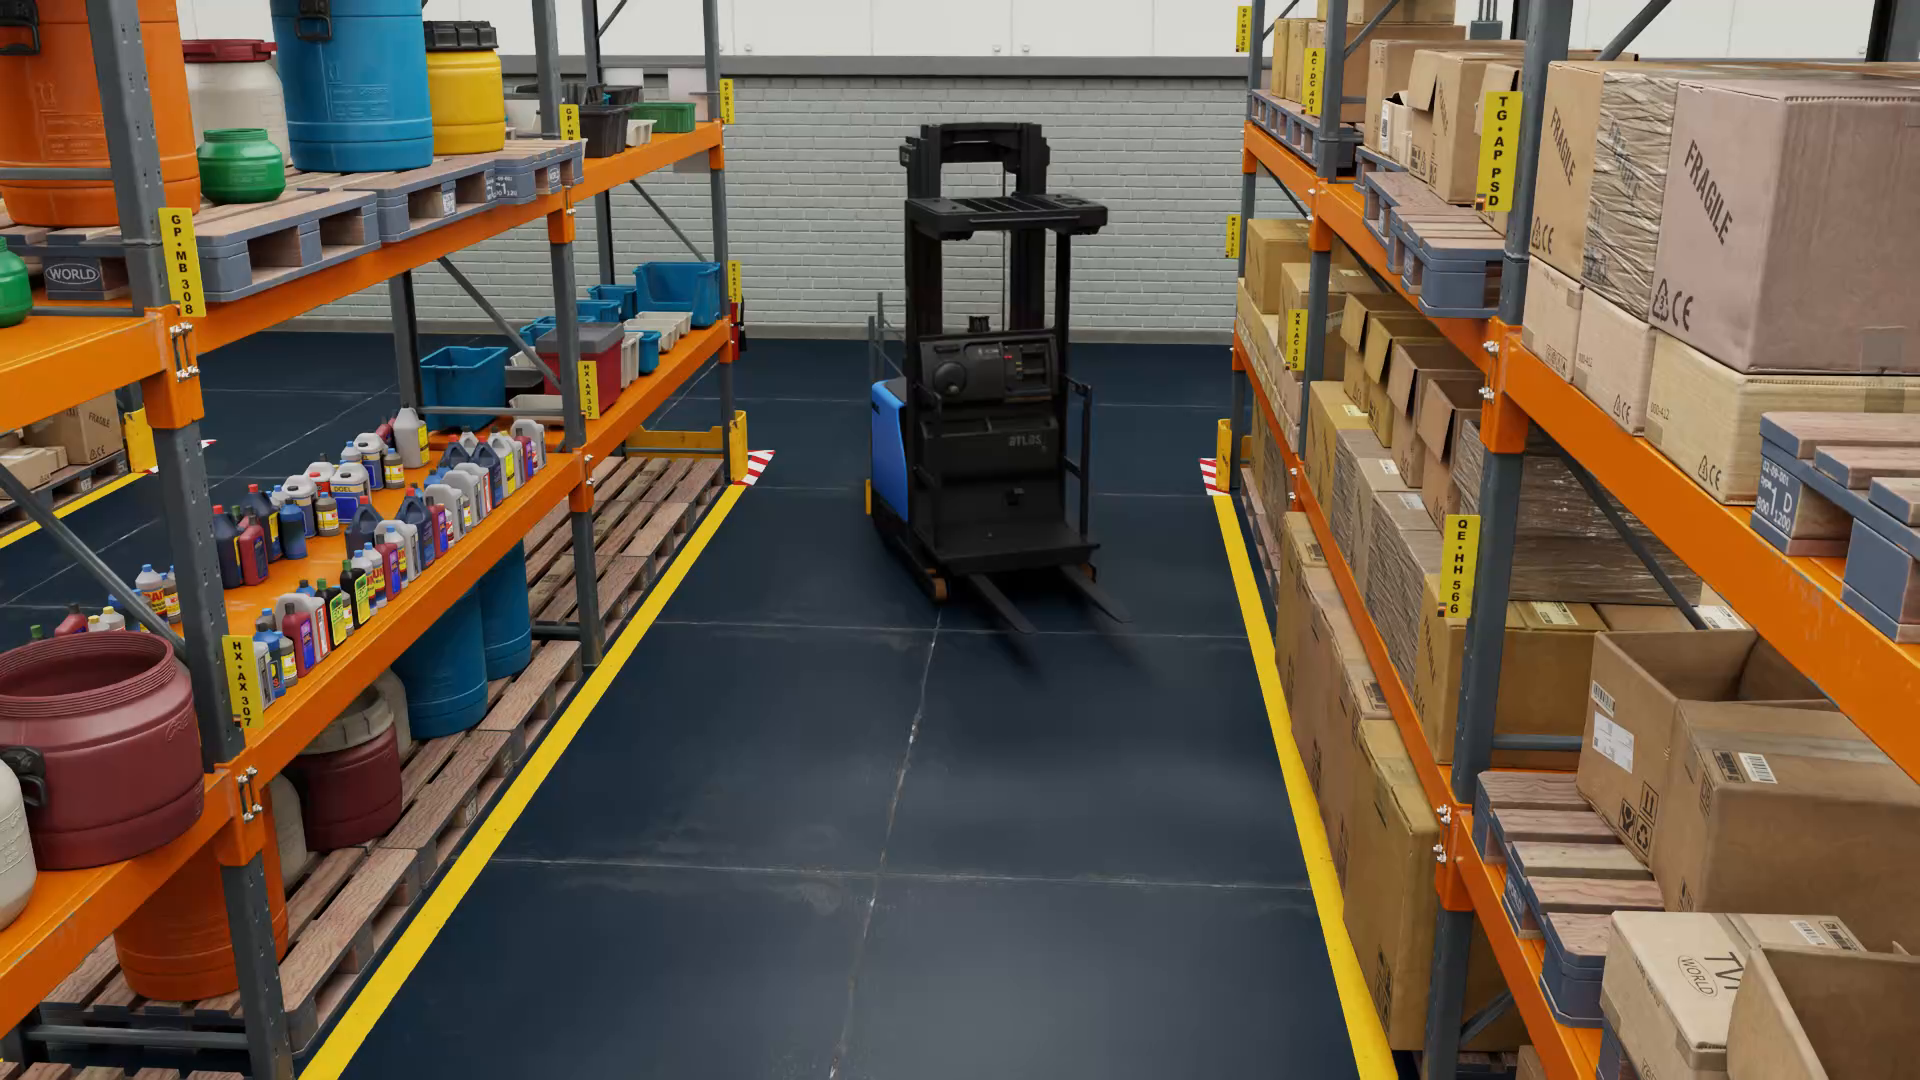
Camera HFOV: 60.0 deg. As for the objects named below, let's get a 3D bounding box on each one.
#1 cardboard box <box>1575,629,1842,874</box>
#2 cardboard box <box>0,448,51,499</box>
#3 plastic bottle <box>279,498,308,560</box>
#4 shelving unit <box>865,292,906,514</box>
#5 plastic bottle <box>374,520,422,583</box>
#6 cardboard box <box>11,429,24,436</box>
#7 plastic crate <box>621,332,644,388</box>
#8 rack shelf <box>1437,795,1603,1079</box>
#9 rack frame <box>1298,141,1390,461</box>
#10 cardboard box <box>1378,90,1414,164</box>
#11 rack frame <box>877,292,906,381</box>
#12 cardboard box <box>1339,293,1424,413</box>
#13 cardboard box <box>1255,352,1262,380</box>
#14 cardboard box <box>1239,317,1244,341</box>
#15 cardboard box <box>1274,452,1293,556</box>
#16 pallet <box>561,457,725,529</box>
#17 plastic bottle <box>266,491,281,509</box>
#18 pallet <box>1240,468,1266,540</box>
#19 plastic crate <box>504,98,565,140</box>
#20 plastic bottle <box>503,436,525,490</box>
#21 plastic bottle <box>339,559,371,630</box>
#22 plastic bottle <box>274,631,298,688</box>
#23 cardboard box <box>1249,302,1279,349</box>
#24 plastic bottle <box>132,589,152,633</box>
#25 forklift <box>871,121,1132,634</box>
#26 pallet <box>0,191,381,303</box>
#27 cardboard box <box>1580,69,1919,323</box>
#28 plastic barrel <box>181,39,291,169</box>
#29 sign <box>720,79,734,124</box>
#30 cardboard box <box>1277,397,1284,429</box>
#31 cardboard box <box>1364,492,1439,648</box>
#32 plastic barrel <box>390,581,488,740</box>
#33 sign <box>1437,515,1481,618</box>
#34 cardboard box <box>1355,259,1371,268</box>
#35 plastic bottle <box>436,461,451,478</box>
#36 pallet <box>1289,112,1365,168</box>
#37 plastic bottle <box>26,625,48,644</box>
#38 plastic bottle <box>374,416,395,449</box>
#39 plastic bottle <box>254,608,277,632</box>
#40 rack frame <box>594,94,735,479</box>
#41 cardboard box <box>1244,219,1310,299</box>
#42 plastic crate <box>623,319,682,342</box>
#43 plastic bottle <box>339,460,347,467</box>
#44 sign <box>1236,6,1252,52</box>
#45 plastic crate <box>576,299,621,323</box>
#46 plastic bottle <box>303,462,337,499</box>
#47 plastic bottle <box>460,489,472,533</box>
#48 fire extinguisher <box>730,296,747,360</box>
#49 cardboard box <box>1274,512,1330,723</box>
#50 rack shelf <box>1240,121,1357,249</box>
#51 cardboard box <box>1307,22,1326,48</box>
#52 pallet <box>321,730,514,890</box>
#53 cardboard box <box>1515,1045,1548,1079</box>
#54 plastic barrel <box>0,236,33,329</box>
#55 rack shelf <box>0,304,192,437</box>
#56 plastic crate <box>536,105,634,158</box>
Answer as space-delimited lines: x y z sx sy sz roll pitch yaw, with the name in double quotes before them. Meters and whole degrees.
"cardboard box" 2.054 0.564 4.549 0.500 0.500 0.500 -1 18 -3
"cardboard box" -7.146 -0.498 12.335 0.500 0.250 0.500 1 18 4
"plastic bottle" -3.003 -0.055 7.481 0.097 0.271 0.097 0 18 0
"shelving unit" -0.406 -1.072 12.787 0.587 1.500 1.083 0 18 1
"plastic bottle" -2.435 0.033 7.204 0.152 0.276 0.135 1 18 4
"cardboard box" -7.627 -0.796 13.407 0.380 0.149 0.250 1 18 4
"plastic crate" -2.308 -1.153 10.717 0.437 0.282 0.530 1 18 4
"rack shelf" 1.909 1.606 3.361 1.077 0.370 4.000 1 18 4
"rack frame" 2.339 -0.600 8.936 1.000 3.000 0.127 1 18 4
"cardboard box" 2.171 -1.844 7.383 0.500 0.311 0.500 1 18 2
"rack frame" -0.397 -1.228 13.261 0.500 1.500 0.032 0 18 1
"cardboard box" 2.302 -0.925 8.158 0.797 0.503 0.637 1 18 2
"cardboard box" 2.163 -1.142 10.994 0.380 0.149 0.250 1 18 3
"cardboard box" 2.254 -1.540 12.209 0.380 0.149 0.250 1 18 3
"cardboard box" 2.531 -0.272 10.674 0.875 0.875 0.875 1 18 4
"pallet" -2.412 -0.372 12.720 1.003 0.211 1.213 1 18 4
"plastic bottle" -3.140 -0.089 7.583 0.097 0.271 0.097 0 18 0
"pallet" 2.647 -0.267 12.398 1.003 0.211 1.213 1 18 4
"plastic crate" -2.781 -2.640 10.536 0.437 0.282 0.530 1 18 4
"plastic bottle" -2.333 -0.408 8.551 0.152 0.276 0.135 1 18 4
"plastic bottle" -2.429 0.204 6.669 0.061 0.283 0.133 1 18 4
"plastic bottle" -2.492 0.434 6.101 0.097 0.201 0.097 0 18 0
"cardboard box" 2.252 -1.451 11.298 0.500 0.250 0.500 1 18 2
"plastic bottle" -3.220 0.294 6.529 0.097 0.201 0.097 0 18 0
"forklift" 0.256 -1.125 10.650 1.130 2.935 3.031 -5 19 -16
"pallet" -2.735 -1.039 5.762 1.003 0.211 1.213 1 18 4
"cardboard box" 1.722 -0.770 3.675 0.500 0.500 0.500 1 18 4
"plastic barrel" -2.911 -1.711 6.619 0.433 0.535 0.433 0 18 0
"sign" -1.764 -3.321 12.592 0.100 0.325 0.005 1 18 4
"cardboard box" 2.071 -0.742 9.773 0.380 0.149 0.250 1 18 3
"cardboard box" 1.916 0.120 6.578 0.500 0.500 0.500 1 18 2
"plastic barrel" -2.708 0.476 8.349 0.600 0.901 0.708 1 18 4
"sign" 1.499 0.081 4.999 0.100 0.325 0.005 1 18 4
"cardboard box" 2.704 -1.484 10.192 0.500 0.500 0.500 1 18 2
"plastic bottle" -2.495 -0.246 8.064 0.097 0.271 0.097 0 18 0
"pallet" 2.408 -2.237 9.257 1.003 0.211 1.213 1 18 4
"plastic bottle" -3.284 0.452 5.912 0.061 0.283 0.133 1 18 4
"plastic bottle" -3.062 -0.509 8.846 0.061 0.283 0.133 1 18 4
"plastic bottle" -2.627 0.359 6.330 0.097 0.201 0.097 0 18 0
"rack frame" -2.314 -1.953 13.065 1.000 3.000 0.127 1 18 4
"cardboard box" 2.286 -1.970 11.677 0.500 0.500 0.500 1 18 3
"plastic crate" -2.227 -1.509 12.037 0.396 0.136 0.243 1 18 4
"plastic bottle" -3.083 -0.301 8.344 0.097 0.201 0.097 0 18 0
"sign" 2.073 -3.735 12.155 0.100 0.325 0.005 1 18 4
"plastic crate" -2.707 -1.628 12.246 0.416 0.233 0.300 1 18 4
"plastic bottle" -3.080 -0.228 8.002 0.152 0.276 0.135 1 18 4
"plastic bottle" -2.360 -0.138 7.845 0.097 0.201 0.097 0 18 0
"fire extinguisher" -1.850 -1.775 13.247 0.296 0.674 0.183 1 18 4
"cardboard box" 2.313 0.410 8.593 1.225 0.875 0.875 1 18 4
"rack shelf" 2.483 -2.304 10.476 1.077 0.370 4.000 1 18 4
"cardboard box" 2.378 -2.731 9.627 0.700 0.500 0.500 2 18 7
"pallet" -2.783 1.234 7.819 1.003 0.211 1.213 1 18 4
"cardboard box" 2.024 1.830 4.829 0.700 0.500 0.500 0 18 1
"plastic barrel" -2.854 -0.742 4.801 0.294 0.245 0.294 0 18 0
"rack shelf" -3.031 0.070 3.231 1.077 0.370 4.000 1 18 4
"plastic crate" -2.238 -2.453 9.985 0.497 0.269 0.590 1 18 4
